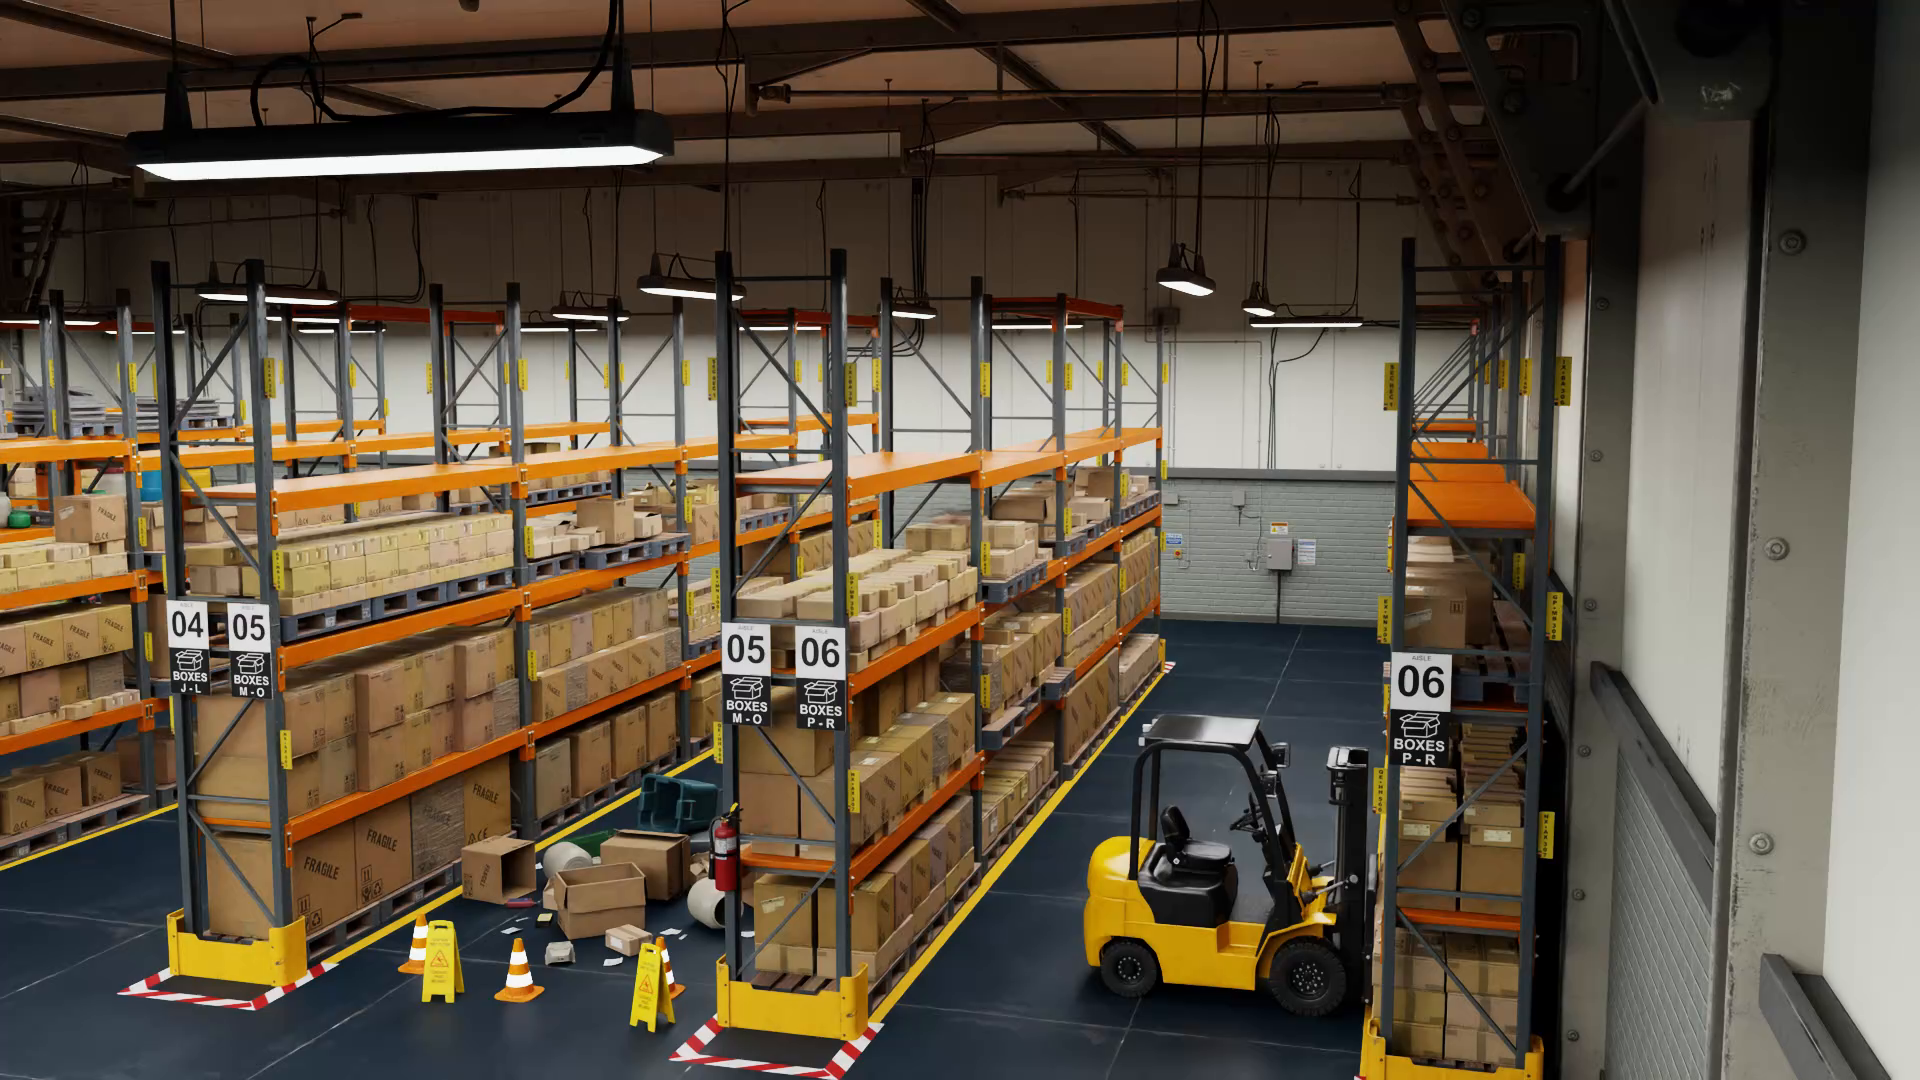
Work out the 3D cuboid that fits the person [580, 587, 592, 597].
[{"bbox_3d":[-6.017,1.523,27.147,0.420,1.527,0.768,1,6,13],"label":"person"}]
